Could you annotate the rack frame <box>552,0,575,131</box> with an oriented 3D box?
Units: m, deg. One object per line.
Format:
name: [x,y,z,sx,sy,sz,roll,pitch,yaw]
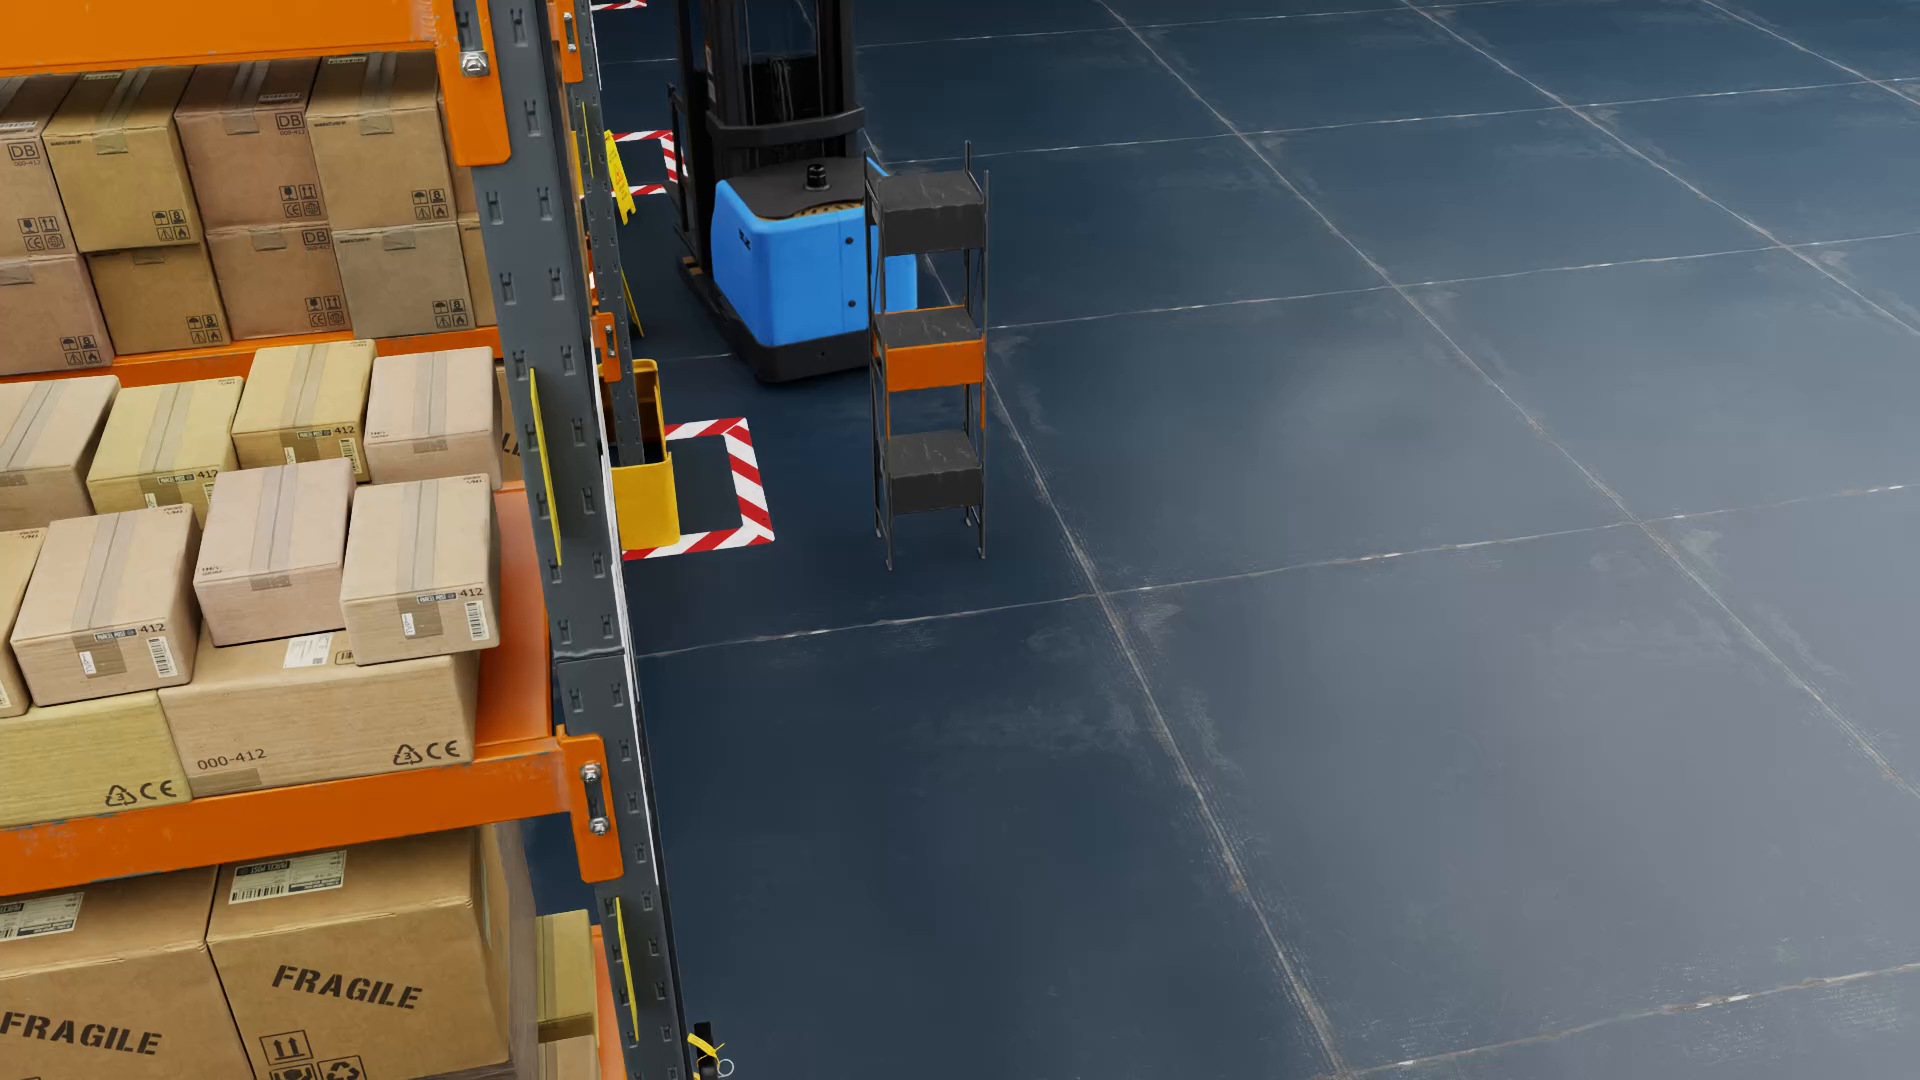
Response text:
rack frame: [-2.972,-4.194,12.308,0.127,3.000,1.000,-7,35,-11]

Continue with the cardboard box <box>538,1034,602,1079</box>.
cardboard box: [-1.019,1.443,4.133,0.250,0.149,0.380,-7,35,-11]

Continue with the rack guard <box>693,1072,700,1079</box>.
rack guard: [-0.860,2.239,4.965,0.348,0.500,1.175,-7,35,-11]

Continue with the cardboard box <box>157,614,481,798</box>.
cardboard box: [-1.200,0.206,3.194,0.500,0.250,0.500,-6,34,-9]

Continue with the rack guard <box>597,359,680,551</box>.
rack guard: [-1.758,-0.481,9.019,0.348,0.500,1.175,-7,35,-11]

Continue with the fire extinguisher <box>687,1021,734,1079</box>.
fire extinguisher: [-0.573,1.460,3.951,0.183,0.674,0.296,-7,35,-11]

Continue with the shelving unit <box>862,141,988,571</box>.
shelving unit: [-0.161,-0.852,8.135,0.503,2.100,0.431,-7,35,-11]

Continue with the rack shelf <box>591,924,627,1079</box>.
rack shelf: [-2.737,1.736,4.116,4.000,0.370,1.077,-7,35,-11]

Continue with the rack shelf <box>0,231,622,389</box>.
rack shelf: [-3.733,-0.972,8.152,4.000,0.370,1.077,-7,35,-11]

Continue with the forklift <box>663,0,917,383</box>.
forklift: [-1.292,-2.978,10.557,1.130,2.935,3.031,-13,36,-19]

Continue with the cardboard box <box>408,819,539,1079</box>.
cardboard box: [-1.329,1.079,4.093,0.500,0.500,0.875,-7,35,-11]

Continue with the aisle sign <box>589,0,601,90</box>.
aisle sign: [-1.646,-2.442,7.363,0.004,0.787,0.394,-7,35,-11]

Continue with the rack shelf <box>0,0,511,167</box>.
rack shelf: [-2.737,-0.753,2.445,4.000,0.370,1.077,-7,35,-11]

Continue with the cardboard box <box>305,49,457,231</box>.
cardboard box: [-2.668,-1.885,7.763,0.550,0.550,0.875,-7,35,-11]

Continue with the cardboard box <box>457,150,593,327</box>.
cardboard box: [-2.134,-1.508,8.171,0.550,0.550,0.875,-7,35,-11]

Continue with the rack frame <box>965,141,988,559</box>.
rack frame: [0.077,-0.882,8.179,0.015,2.100,0.400,-7,35,-11]

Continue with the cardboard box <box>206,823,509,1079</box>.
cardboard box: [-1.268,0.813,3.592,0.500,0.500,0.500,-7,35,-11]

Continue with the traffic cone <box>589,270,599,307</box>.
traffic cone: [-2.531,-1.825,11.055,0.334,0.463,0.336,-7,35,-11]

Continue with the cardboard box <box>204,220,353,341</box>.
cardboard box: [-3.239,-1.428,8.052,0.550,0.550,0.875,-7,35,-11]

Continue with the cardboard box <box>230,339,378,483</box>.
cardboard box: [-1.380,-0.270,3.545,0.250,0.149,0.380,-6,34,-10]

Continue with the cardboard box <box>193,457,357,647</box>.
cardboard box: [-1.268,0.015,3.121,0.250,0.149,0.380,-8,35,-12]

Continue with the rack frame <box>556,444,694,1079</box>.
rack frame: [-0.786,1.192,4.282,0.127,3.000,1.000,-7,35,-11]

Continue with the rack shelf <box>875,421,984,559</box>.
rack shelf: [-0.161,-0.259,8.532,0.480,0.518,0.431,-7,35,-11]

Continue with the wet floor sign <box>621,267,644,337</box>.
wet floor sign: [-2.190,-1.618,10.583,0.232,0.644,0.267,-13,36,-19]

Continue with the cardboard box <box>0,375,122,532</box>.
cardboard box: [-1.881,-0.177,3.406,0.250,0.149,0.380,-6,34,-9]

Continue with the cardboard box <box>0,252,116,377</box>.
cardboard box: [-4.242,-1.221,7.743,0.550,0.550,0.875,-7,35,-11]

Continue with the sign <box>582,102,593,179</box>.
sign: [-1.676,-1.799,7.487,0.005,0.325,0.100,-7,35,-11]

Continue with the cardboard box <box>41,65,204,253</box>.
cardboard box: [-3.733,-1.754,7.568,0.500,0.550,0.875,-7,35,-11]

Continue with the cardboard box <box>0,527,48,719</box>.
cardboard box: [-1.750,0.152,2.917,0.250,0.149,0.380,-7,34,-10]

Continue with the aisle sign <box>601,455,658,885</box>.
aisle sign: [-0.660,0.268,3.326,0.004,0.787,0.394,-7,35,-11]
